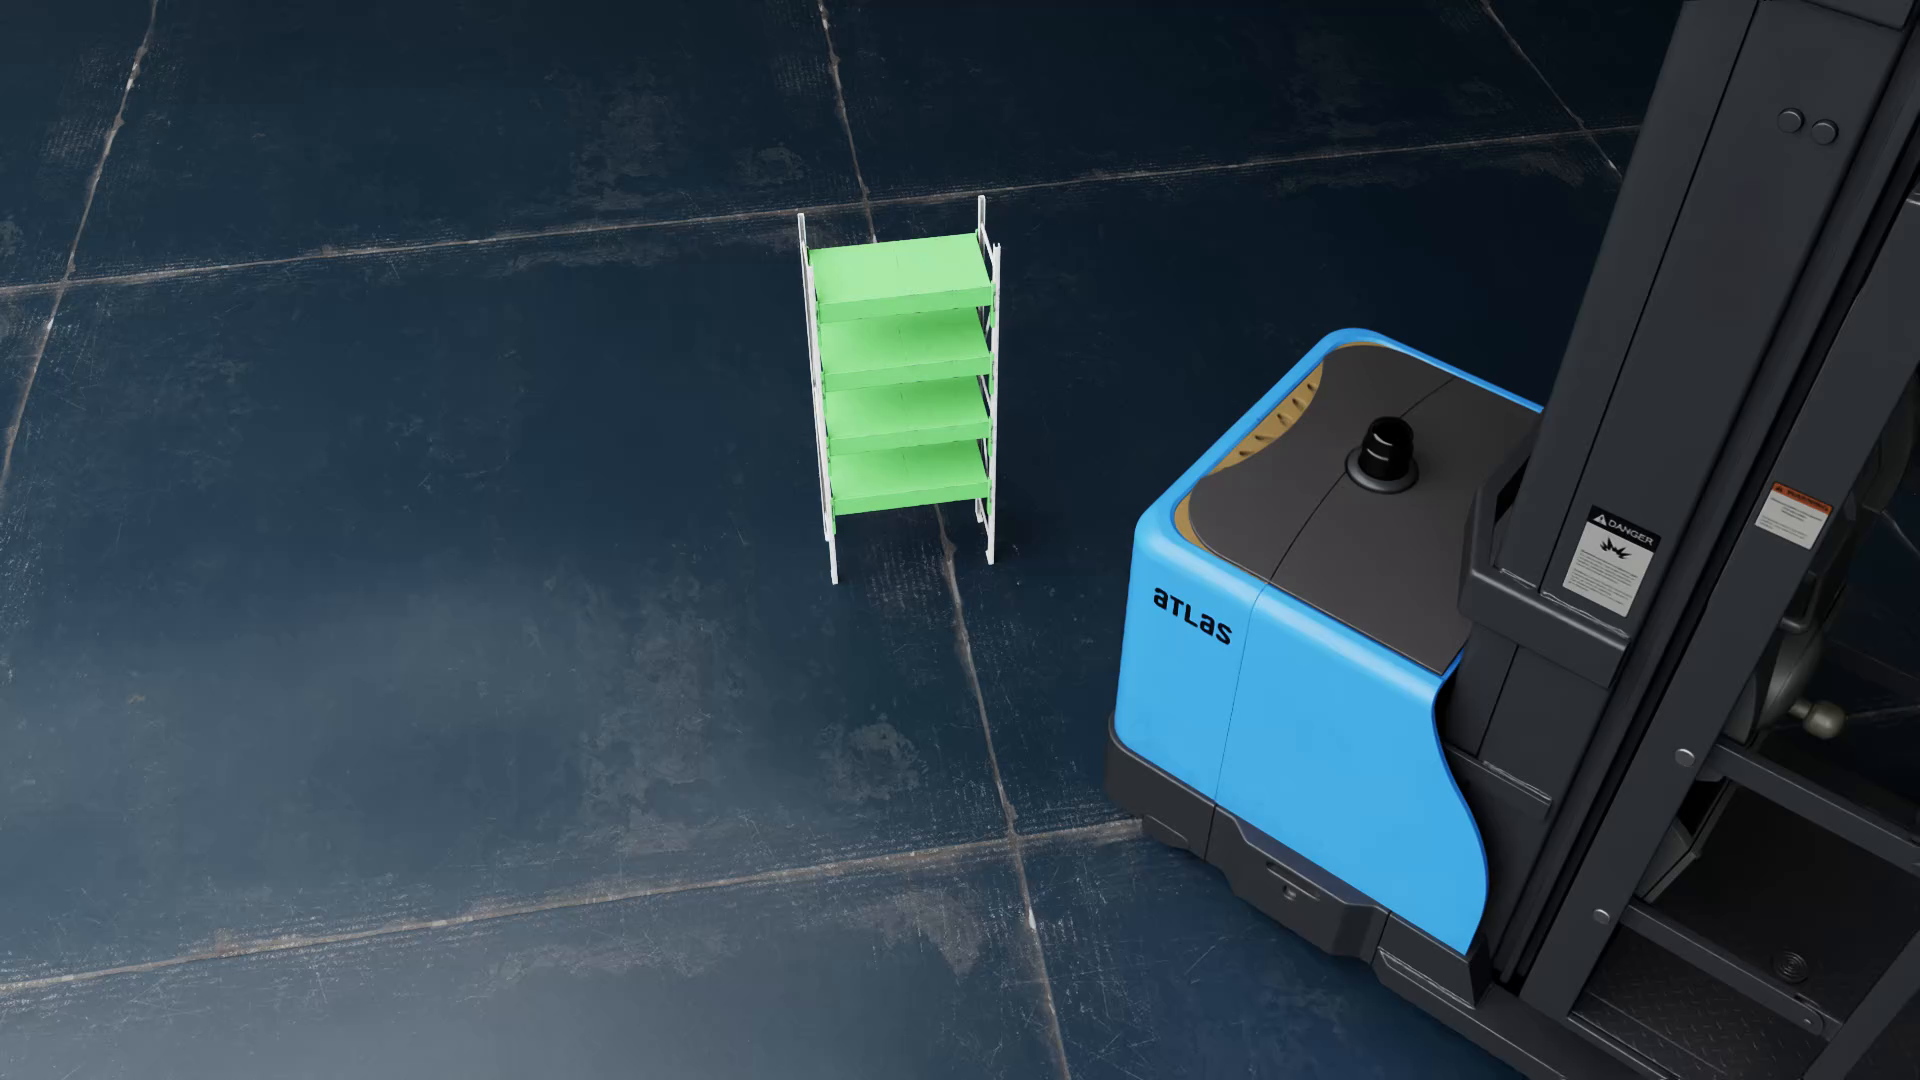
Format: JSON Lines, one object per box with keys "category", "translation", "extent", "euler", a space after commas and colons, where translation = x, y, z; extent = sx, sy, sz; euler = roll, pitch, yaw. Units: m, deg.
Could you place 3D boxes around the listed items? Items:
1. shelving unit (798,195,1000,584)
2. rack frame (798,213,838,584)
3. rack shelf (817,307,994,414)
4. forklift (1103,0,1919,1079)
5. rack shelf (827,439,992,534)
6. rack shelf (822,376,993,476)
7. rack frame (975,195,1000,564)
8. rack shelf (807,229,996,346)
{"category": "shelving unit", "translation": [-0.163, -0.396, 4.798], "extent": [0.503, 1.200, 0.258], "euler": [-7, 46, -7]}
{"category": "rack frame", "translation": [-0.404, -0.366, 4.769], "extent": [0.015, 1.200, 0.240], "euler": [-7, 46, -7]}
{"category": "rack shelf", "translation": [-0.163, -0.518, 4.671], "extent": [0.480, 0.148, 0.258], "euler": [-7, 46, -7]}
{"category": "forklift", "translation": [1.853, 0.088, 3.130], "extent": [3.031, 2.935, 1.130], "euler": [30, 53, 26]}
{"category": "rack shelf", "translation": [-0.163, -0.185, 5.017], "extent": [0.480, 0.148, 0.258], "euler": [-7, 46, -7]}
{"category": "rack shelf", "translation": [-0.163, -0.352, 4.844], "extent": [0.480, 0.148, 0.258], "euler": [-7, 46, -7]}
{"category": "rack frame", "translation": [0.077, -0.426, 4.827], "extent": [0.015, 1.200, 0.240], "euler": [-7, 46, -7]}
{"category": "rack shelf", "translation": [-0.163, -0.685, 4.499], "extent": [0.480, 0.148, 0.258], "euler": [-7, 46, -7]}
